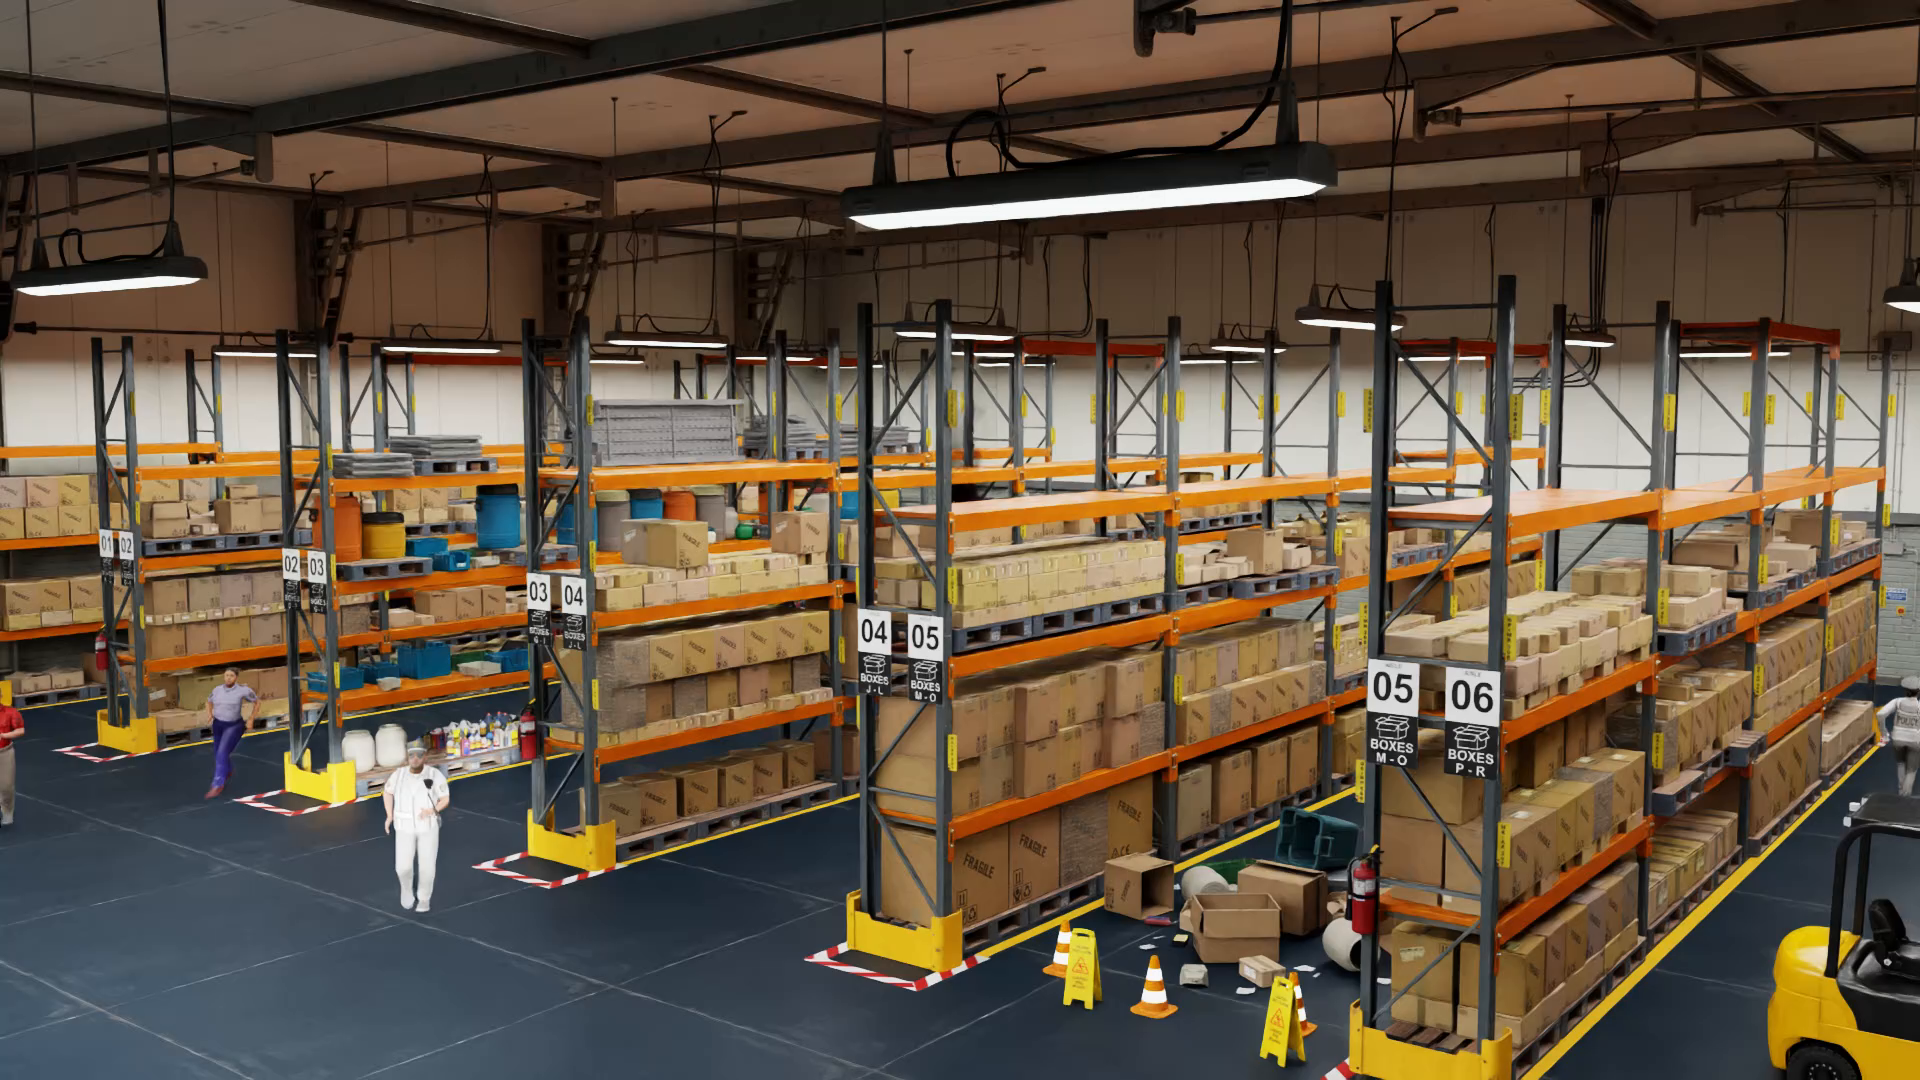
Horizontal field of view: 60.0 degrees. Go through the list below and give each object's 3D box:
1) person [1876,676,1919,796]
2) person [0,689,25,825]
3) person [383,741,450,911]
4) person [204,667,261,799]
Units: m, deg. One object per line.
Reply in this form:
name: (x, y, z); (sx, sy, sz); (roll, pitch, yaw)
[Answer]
person: (11.809, 2.540, 20.746); (0.618, 1.711, 0.706); (5, 7, 42)
person: (-11.356, 2.616, 19.582); (0.637, 1.802, 0.767); (-3, 6, -27)
person: (-5.396, 2.852, 16.493); (0.651, 1.741, 0.611); (-1, 5, -14)
person: (-9.529, 2.481, 21.649); (0.686, 1.673, 0.810); (1, 5, 9)
